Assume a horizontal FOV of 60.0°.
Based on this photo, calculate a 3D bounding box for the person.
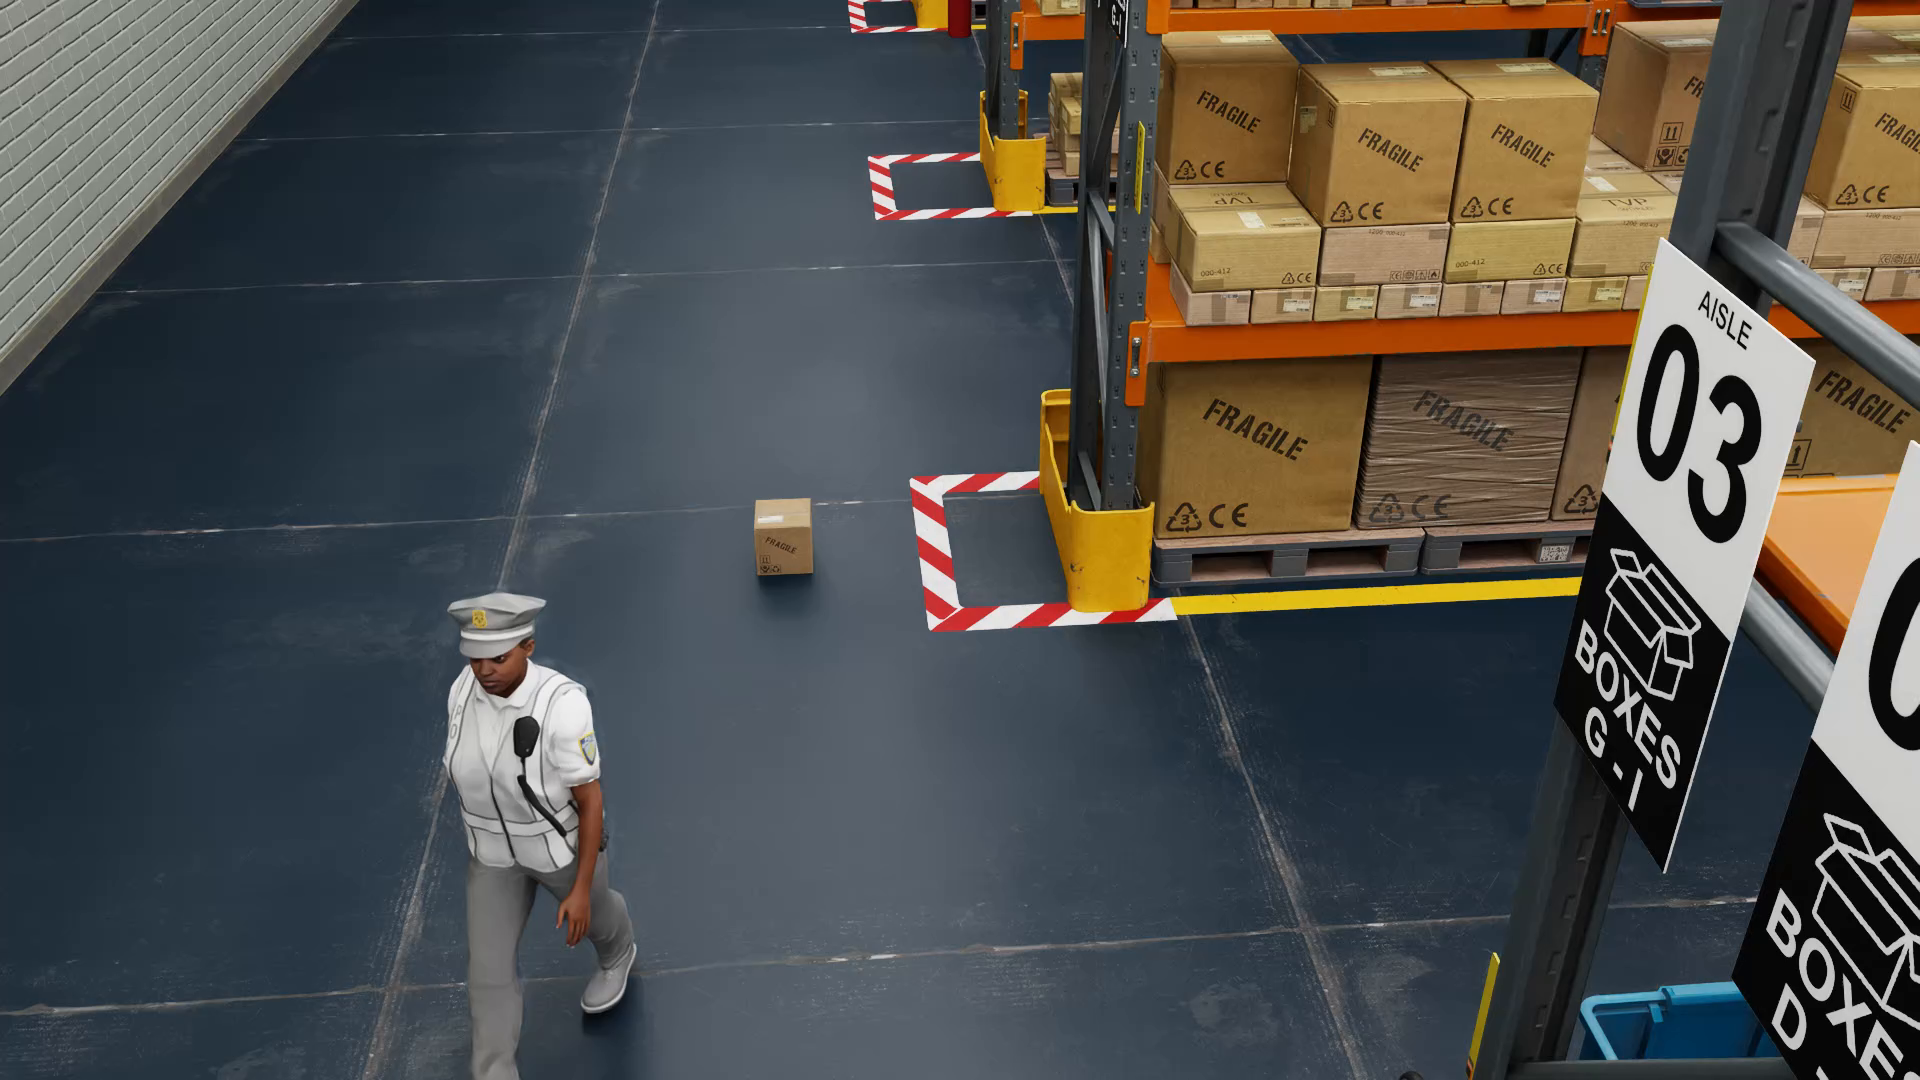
[{"bbox_3d":[-1.212,0.886,4.622,0.480,1.636,0.943,6,32,10],"label":"person"}]
